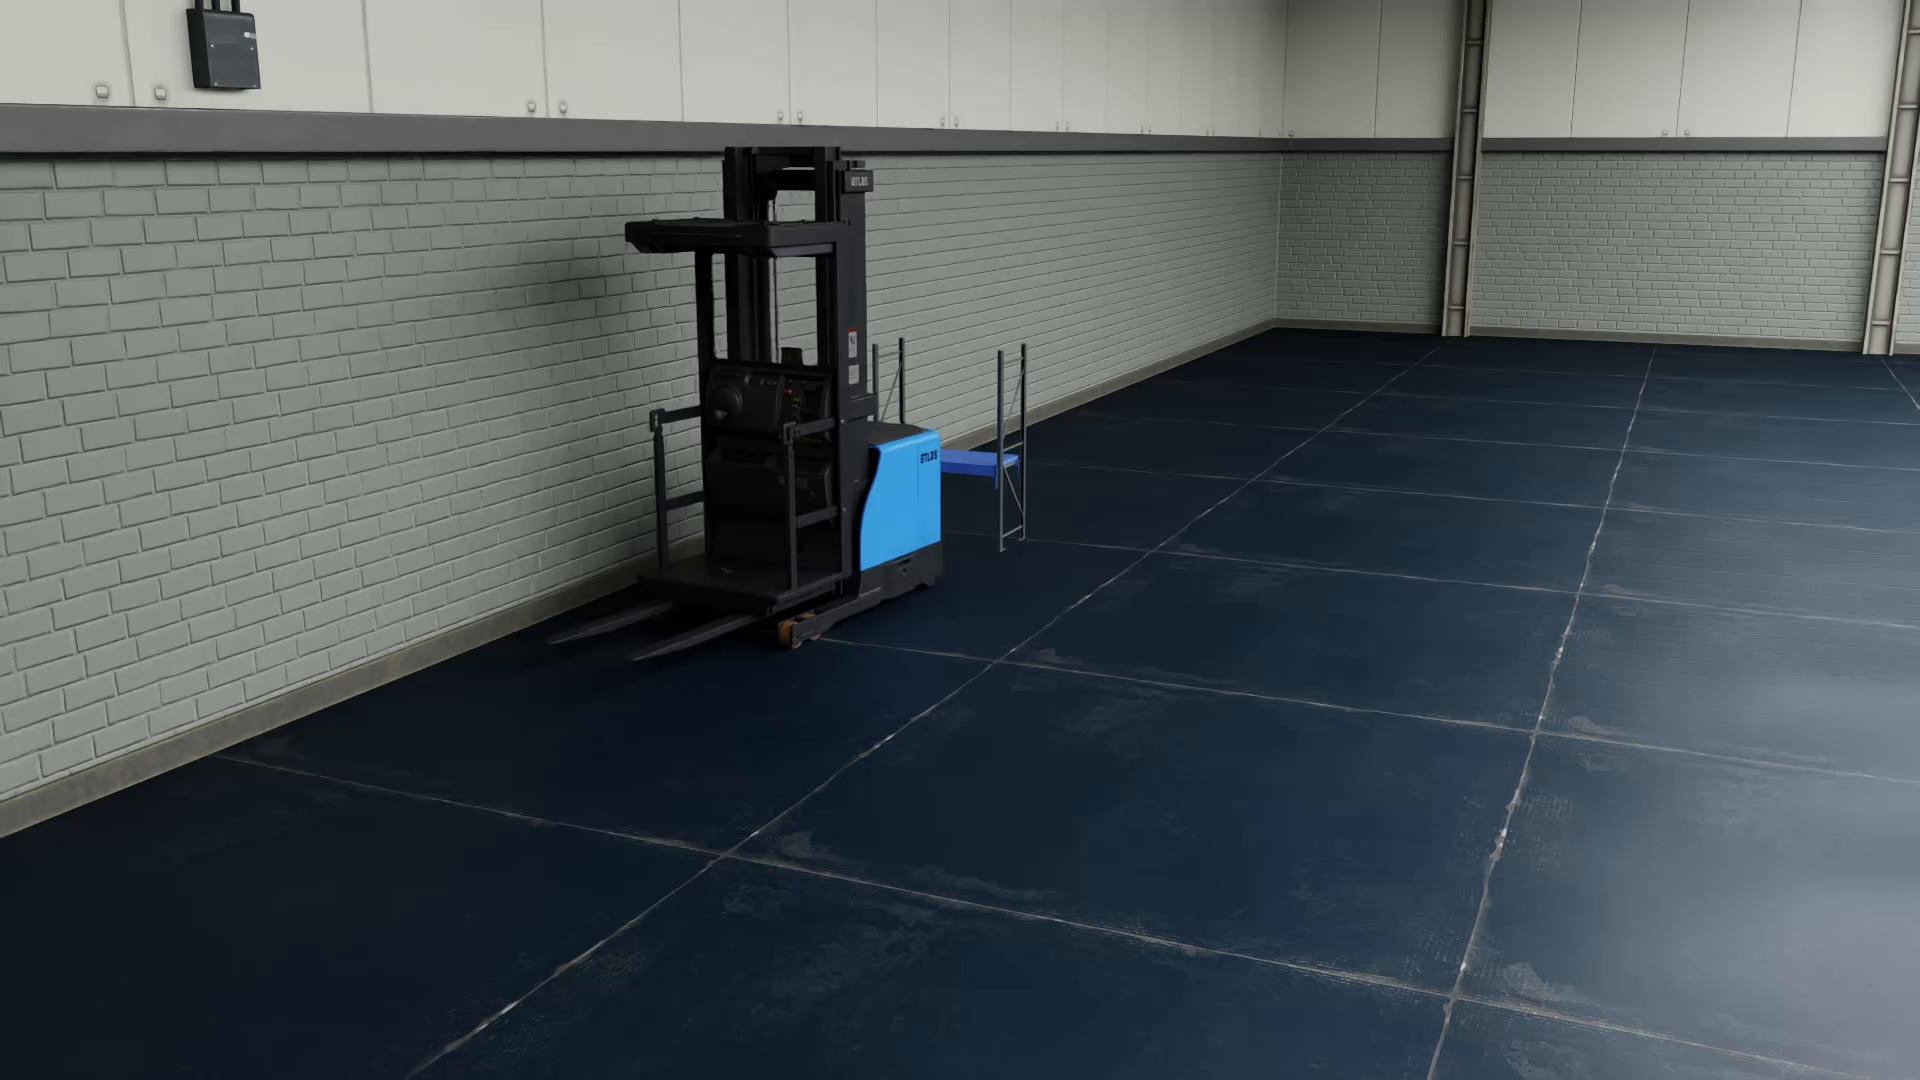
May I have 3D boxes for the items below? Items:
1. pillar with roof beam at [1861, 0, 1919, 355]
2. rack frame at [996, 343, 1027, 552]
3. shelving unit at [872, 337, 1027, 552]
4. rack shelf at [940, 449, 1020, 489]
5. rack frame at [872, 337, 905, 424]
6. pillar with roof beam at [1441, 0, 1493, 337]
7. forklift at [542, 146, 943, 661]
[{"bbox_3d":[11.729,-6.223,19.576,0.400,9.000,9.100,6,14,23],"label":"pillar with roof beam"},{"bbox_3d":[0.387,-0.691,12.417,0.032,1.500,0.500,6,14,23],"label":"rack frame"},{"bbox_3d":[-0.078,-0.738,12.617,1.048,1.500,0.538,6,14,23],"label":"shelving unit"},{"bbox_3d":[-0.078,-0.563,12.658,1.000,0.185,0.538,6,14,23],"label":"rack shelf"},{"bbox_3d":[-0.543,-0.785,12.818,0.032,1.500,0.500,6,14,23],"label":"rack frame"},{"bbox_3d":[6.243,-6.778,21.942,0.400,9.000,9.100,6,14,23],"label":"pillar with roof beam"},{"bbox_3d":[-1.298,-0.895,10.155,1.130,2.935,3.031,8,15,29],"label":"forklift"}]
